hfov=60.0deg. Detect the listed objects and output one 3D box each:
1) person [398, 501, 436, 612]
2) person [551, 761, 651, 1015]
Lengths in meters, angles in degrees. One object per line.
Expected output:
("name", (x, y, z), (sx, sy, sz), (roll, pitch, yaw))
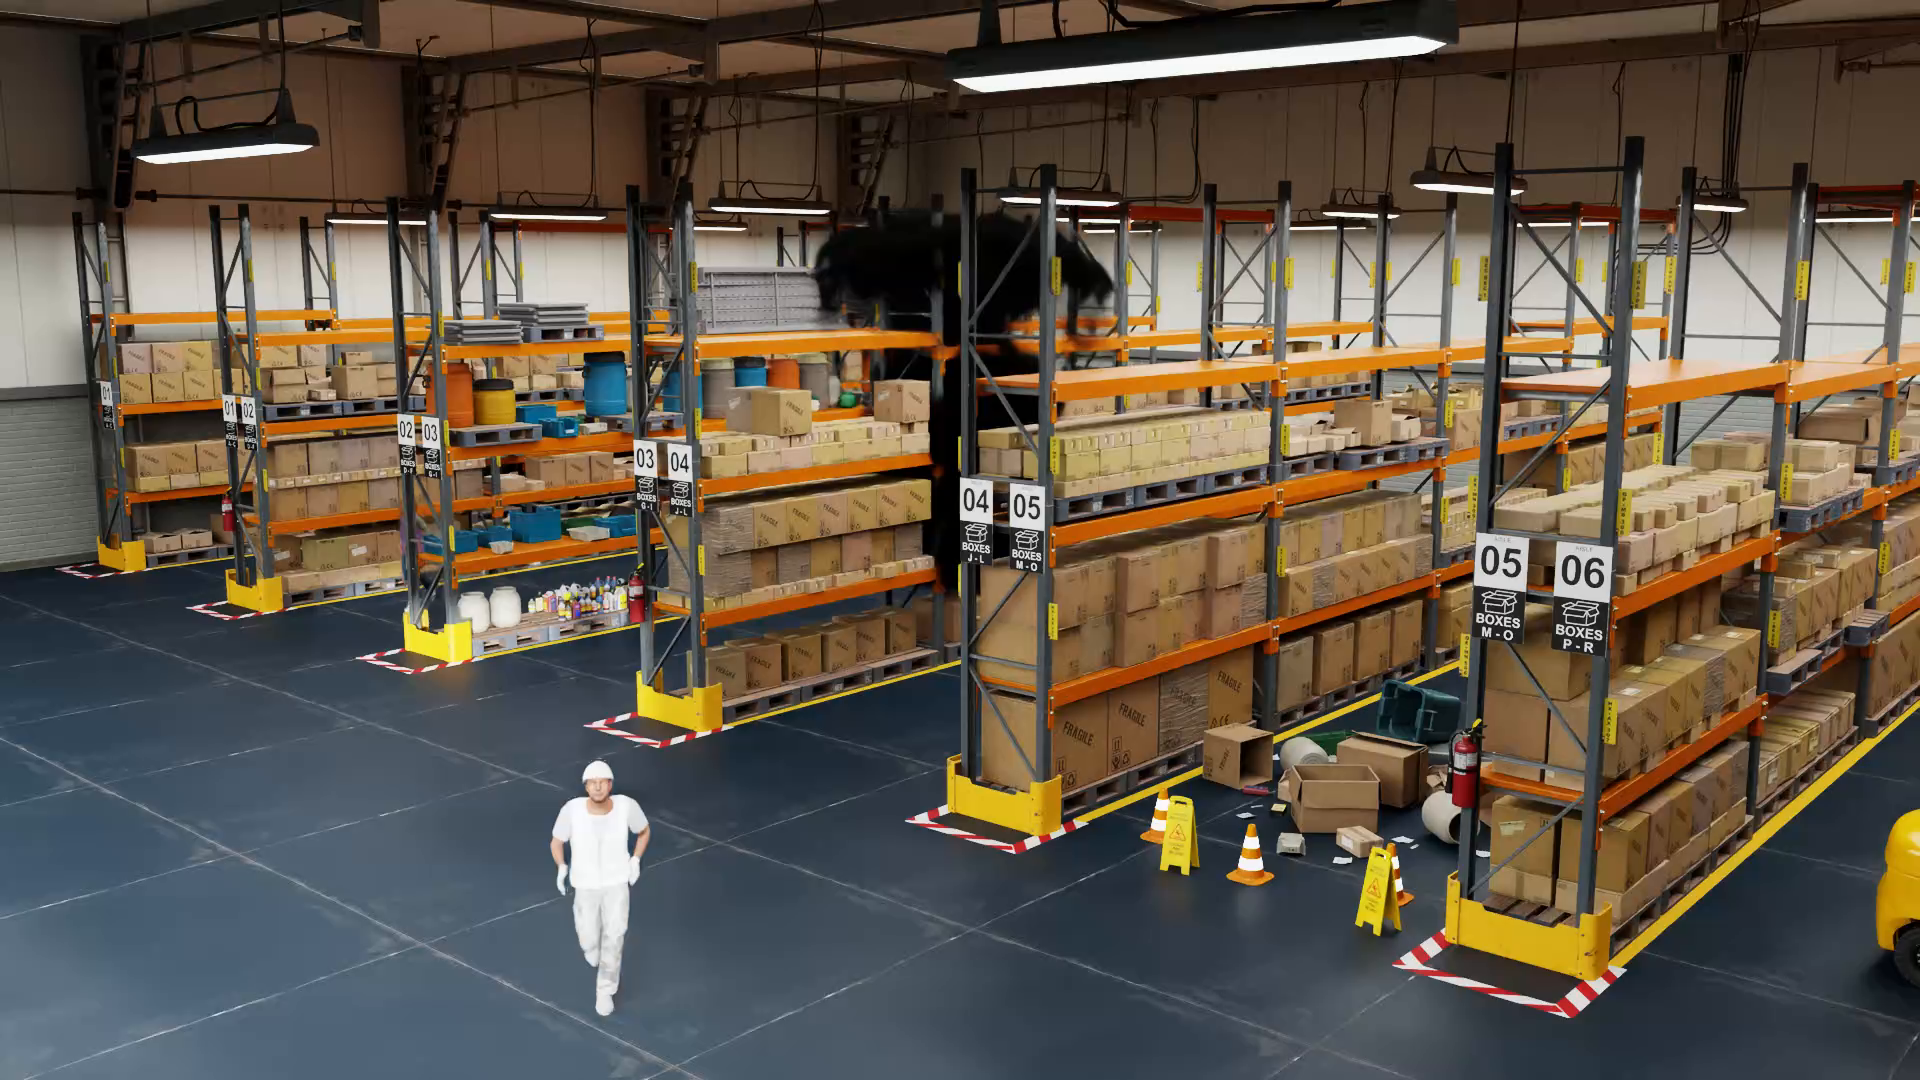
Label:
("person", (-7.769, 0.193, 23.678), (0.559, 1.584, 0.618), (5, 11, 28))
("person", (-2.524, 2.396, 11.744), (0.692, 1.755, 0.684), (-2, 10, -12))
